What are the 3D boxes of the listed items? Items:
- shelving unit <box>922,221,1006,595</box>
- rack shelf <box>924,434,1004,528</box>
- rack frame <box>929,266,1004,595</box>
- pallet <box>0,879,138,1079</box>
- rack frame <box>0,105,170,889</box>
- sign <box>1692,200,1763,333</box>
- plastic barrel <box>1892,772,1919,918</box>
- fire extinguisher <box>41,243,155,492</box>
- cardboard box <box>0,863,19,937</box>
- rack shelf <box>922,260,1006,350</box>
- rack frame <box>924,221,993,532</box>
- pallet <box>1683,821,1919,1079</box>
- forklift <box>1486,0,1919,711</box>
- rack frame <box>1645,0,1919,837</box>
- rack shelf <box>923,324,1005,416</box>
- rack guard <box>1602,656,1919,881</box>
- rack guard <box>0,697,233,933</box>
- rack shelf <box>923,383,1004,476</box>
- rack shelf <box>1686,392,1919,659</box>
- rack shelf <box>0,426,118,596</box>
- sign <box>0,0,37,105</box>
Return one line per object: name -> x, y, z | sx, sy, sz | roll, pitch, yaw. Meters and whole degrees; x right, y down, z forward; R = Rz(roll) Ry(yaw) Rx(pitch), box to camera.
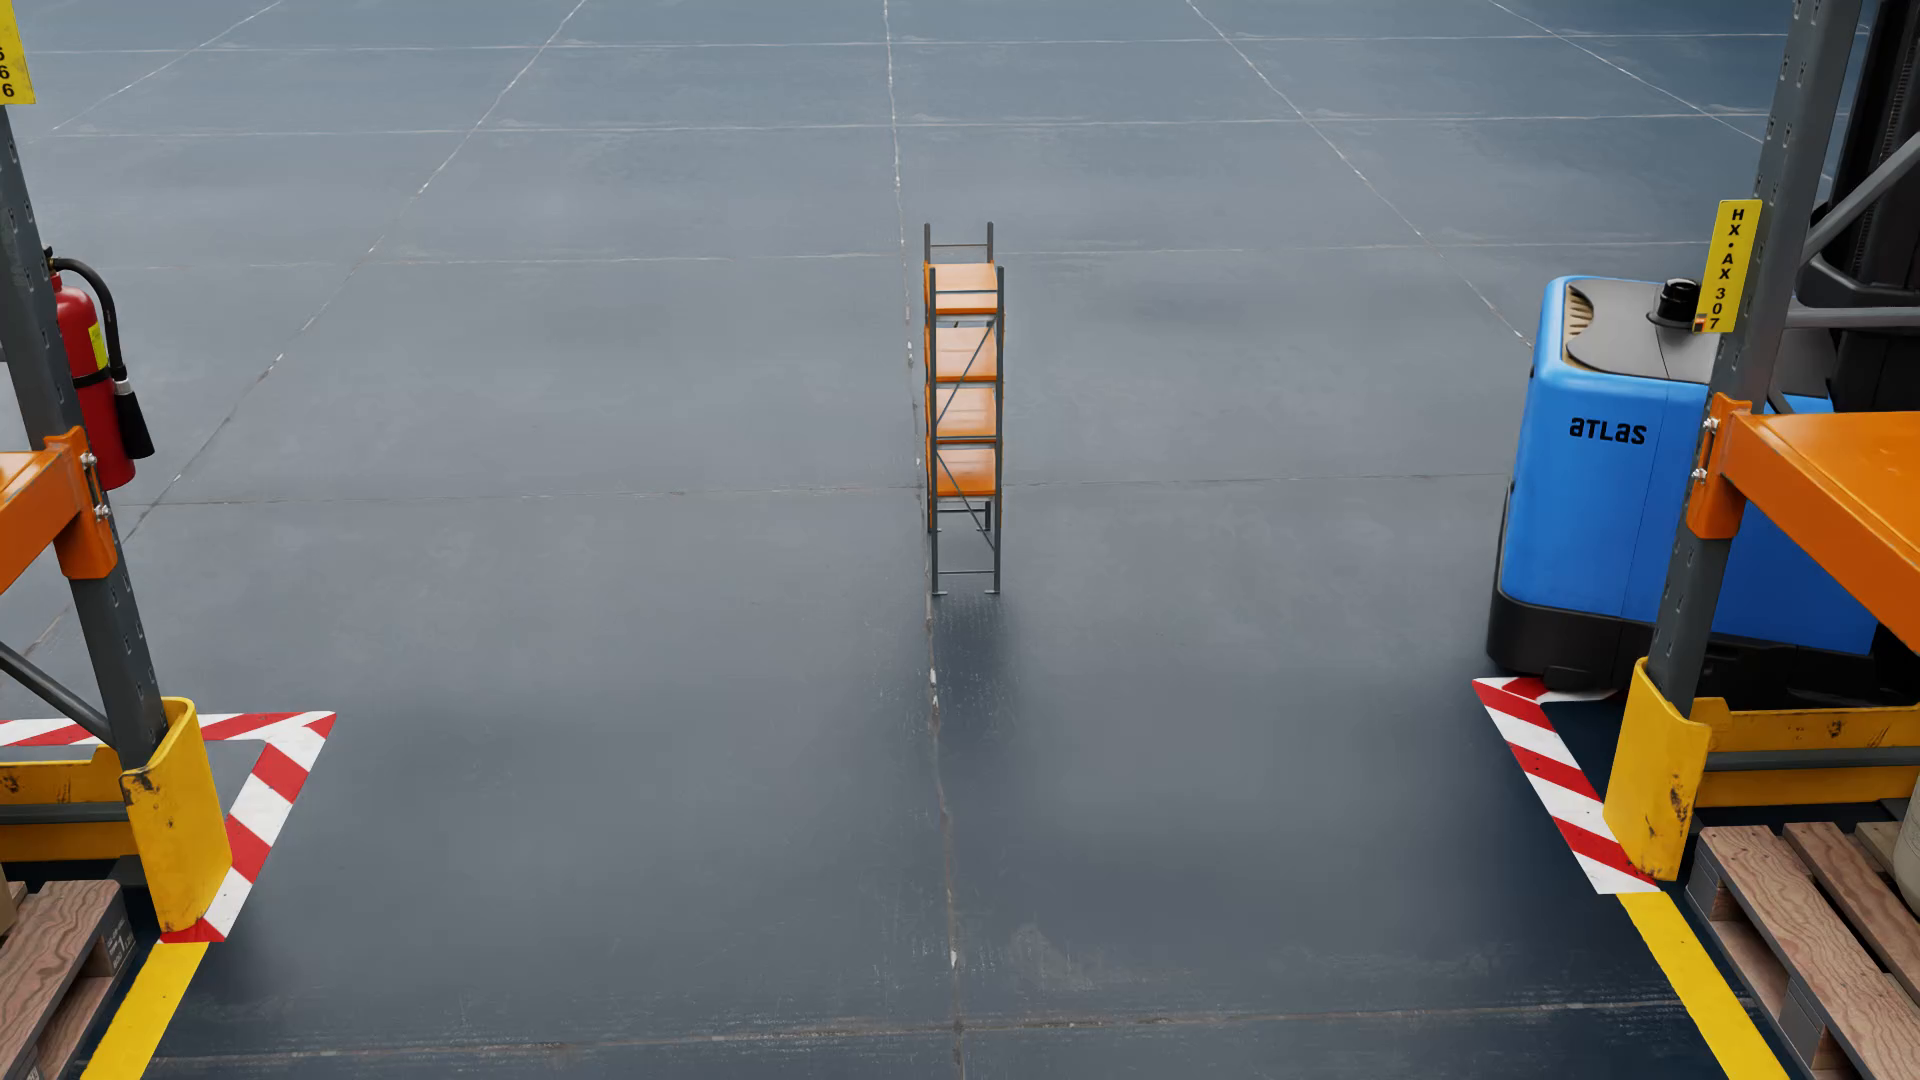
shelving unit -> 0.009, -0.456, 5.826 | 0.258, 1.200, 0.503 | -1, 28, -3
rack shelf -> 0.009, -0.220, 5.949 | 0.258, 0.148, 0.480 | -1, 28, -3
rack frame -> 0.021, -0.343, 5.610 | 0.240, 1.200, 0.015 | -1, 28, -3
pallet -> -2.565, 1.231, 3.661 | 1.003, 0.211, 1.213 | -1, 28, -3
rack frame -> -2.576, -0.416, 3.804 | 1.000, 3.000, 0.127 | -1, 28, -3
sign -> 1.821, -0.647, 3.948 | 0.100, 0.325, 0.005 | -1, 28, -3
plastic barrel -> 2.481, 0.683, 3.933 | 0.421, 0.512, 0.421 | 0, 28, 0
fire extinguisher -> -2.122, -0.446, 3.945 | 0.296, 0.674, 0.183 | -1, 28, -3
cardboard box -> -2.560, 0.795, 3.732 | 0.500, 0.500, 0.500 | 4, 28, 7
rack shelf -> 0.009, -0.804, 5.644 | 0.258, 0.148, 0.480 | -1, 28, -3
rack frame -> -0.004, -0.568, 6.042 | 0.240, 1.200, 0.015 | -1, 28, -3
pallet -> 2.458, 1.110, 3.894 | 1.003, 0.211, 1.213 | -1, 28, -3
forklift -> 3.281, -0.836, 4.684 | 3.031, 2.935, 1.130 | 9, 29, 17
rack frame -> 2.370, -0.536, 4.034 | 1.000, 3.000, 0.127 | -1, 28, -3
rack shelf -> 0.009, -0.594, 5.754 | 0.258, 0.148, 0.480 | -1, 28, -3
rack guard -> 2.421, 0.607, 4.547 | 1.175, 0.500, 0.348 | -1, 28, -3
rack guard -> -2.572, 0.727, 4.315 | 1.175, 0.500, 0.348 | -1, 28, -3
rack shelf -> 0.009, -0.396, 5.857 | 0.258, 0.148, 0.480 | -1, 28, -3
rack shelf -> 2.475, 0.707, 2.429 | 1.077, 0.370, 4.000 | -1, 28, -3
rack shelf -> -2.472, 0.826, 2.200 | 1.077, 0.370, 4.000 | -1, 28, -3
sign -> -2.021, -1.074, 3.471 | 0.100, 0.325, 0.005 | -1, 28, -3
